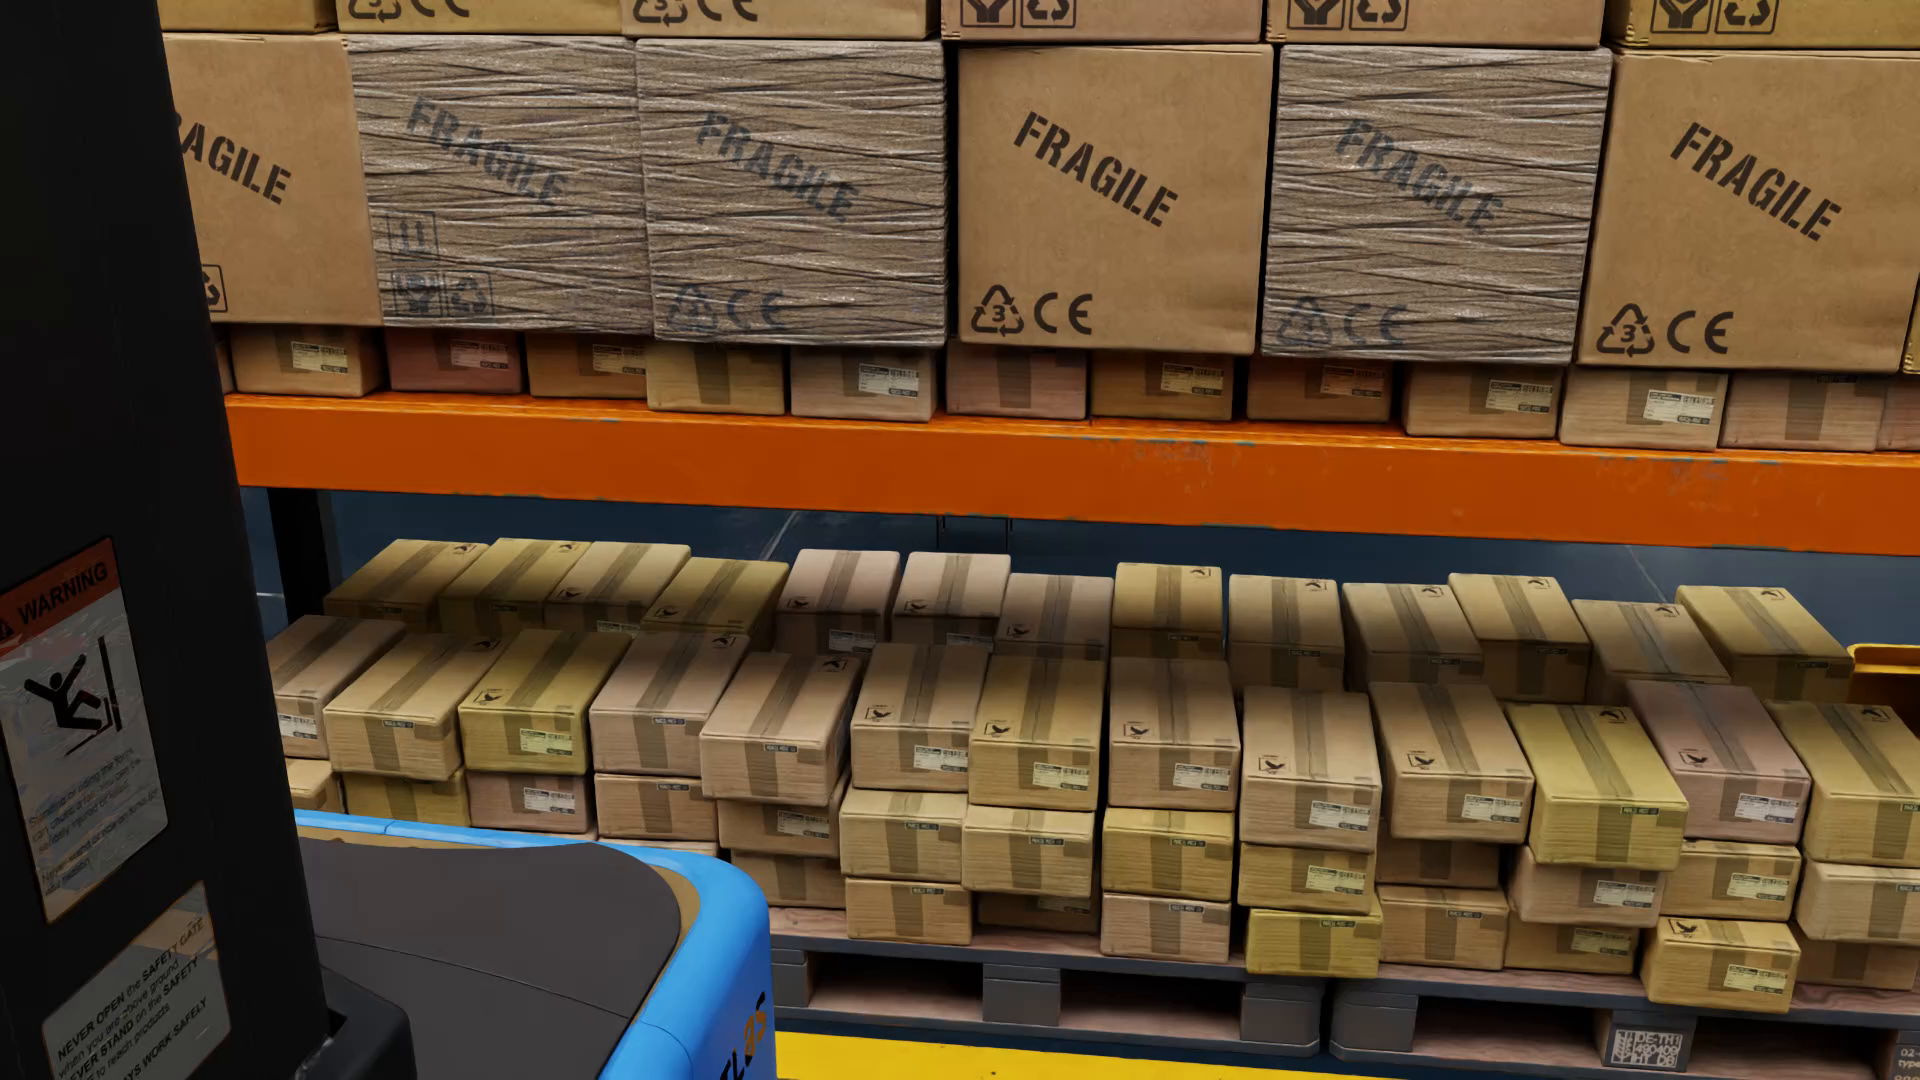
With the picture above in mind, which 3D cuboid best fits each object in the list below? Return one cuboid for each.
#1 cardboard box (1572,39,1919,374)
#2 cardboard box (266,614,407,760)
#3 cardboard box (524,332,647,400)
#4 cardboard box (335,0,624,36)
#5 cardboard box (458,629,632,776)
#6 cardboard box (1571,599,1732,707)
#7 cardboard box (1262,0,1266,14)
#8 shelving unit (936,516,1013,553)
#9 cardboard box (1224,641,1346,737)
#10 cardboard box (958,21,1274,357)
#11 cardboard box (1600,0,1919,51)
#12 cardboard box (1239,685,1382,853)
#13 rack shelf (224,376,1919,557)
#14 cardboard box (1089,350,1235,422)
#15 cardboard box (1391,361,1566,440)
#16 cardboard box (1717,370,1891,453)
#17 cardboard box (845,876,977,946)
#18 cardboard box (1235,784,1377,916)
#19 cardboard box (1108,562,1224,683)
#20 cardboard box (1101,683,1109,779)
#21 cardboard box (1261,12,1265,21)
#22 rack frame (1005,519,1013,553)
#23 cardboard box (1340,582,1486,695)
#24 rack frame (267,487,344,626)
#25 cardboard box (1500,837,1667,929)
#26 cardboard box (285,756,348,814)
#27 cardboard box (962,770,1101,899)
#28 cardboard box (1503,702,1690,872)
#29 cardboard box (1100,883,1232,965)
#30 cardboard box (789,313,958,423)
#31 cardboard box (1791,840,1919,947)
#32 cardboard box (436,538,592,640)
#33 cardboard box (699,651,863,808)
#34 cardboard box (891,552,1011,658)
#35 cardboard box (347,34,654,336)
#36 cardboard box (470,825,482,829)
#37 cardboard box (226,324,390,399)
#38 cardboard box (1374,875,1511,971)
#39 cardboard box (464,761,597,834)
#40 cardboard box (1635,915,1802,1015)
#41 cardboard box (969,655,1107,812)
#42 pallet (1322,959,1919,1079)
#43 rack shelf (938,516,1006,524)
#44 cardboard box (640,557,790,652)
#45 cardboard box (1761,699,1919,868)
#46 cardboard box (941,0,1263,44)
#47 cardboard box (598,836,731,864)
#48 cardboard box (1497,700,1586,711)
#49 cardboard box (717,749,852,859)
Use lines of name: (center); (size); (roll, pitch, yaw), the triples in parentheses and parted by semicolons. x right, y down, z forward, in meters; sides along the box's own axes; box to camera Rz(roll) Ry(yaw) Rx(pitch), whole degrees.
cardboard box: (1.282, -0.597, 2.828); (0.500, 0.500, 0.500); (2, 22, 5)
cardboard box: (-1.385, 0.309, 3.575); (0.250, 0.149, 0.380); (3, 22, 8)
cardboard box: (-0.655, -0.396, 3.204); (0.250, 0.149, 0.380); (2, 22, 4)
cardboard box: (-0.767, -1.160, 2.892); (0.500, 0.500, 0.500); (2, 22, 5)
cardboard box: (-0.862, 0.336, 3.508); (0.250, 0.149, 0.380); (2, 22, 6)
cardboard box: (1.501, 0.277, 3.656); (0.250, 0.149, 0.380); (3, 22, 7)
cardboard box: (0.839, -1.278, 3.193); (0.500, 0.500, 0.500); (2, 22, 5)
shelving unit: (0.053, -0.486, 5.741); (0.252, 1.050, 0.215); (2, 22, 6)
cardboard box: (0.744, 0.375, 3.812); (0.250, 0.149, 0.380); (1, 22, 4)
cardboard box: (0.283, -0.640, 2.939); (0.500, 0.500, 0.500); (4, 22, 9)
cardboard box: (1.283, -1.063, 2.648); (0.500, 0.500, 0.500); (2, 22, 4)
cardboard box: (0.676, 0.439, 3.246); (0.250, 0.149, 0.380); (3, 22, 8)
rack shelf: (0.283, -0.214, 3.380); (4.000, 0.370, 1.077); (2, 22, 6)
cardboard box: (0.378, -0.350, 3.086); (0.250, 0.149, 0.380); (3, 22, 7)
cardboard box: (0.905, -0.311, 2.987); (0.250, 0.149, 0.380); (2, 22, 4)
cardboard box: (1.419, -0.286, 2.925); (0.250, 0.149, 0.380); (2, 22, 6)
cardboard box: (-0.086, 0.670, 3.472); (0.250, 0.149, 0.380); (2, 22, 5)
cardboard box: (0.680, 0.572, 3.315); (0.250, 0.149, 0.380); (3, 22, 7)
cardboard box: (0.480, 0.195, 3.863); (0.250, 0.149, 0.380); (3, 22, 7)
cardboard box: (0.249, 0.467, 3.985); (0.250, 0.149, 0.380); (3, 22, 6)
cardboard box: (0.837, -0.807, 3.360); (0.500, 0.500, 0.500); (3, 22, 7)
rack frame: (0.174, -0.481, 5.728); (0.008, 1.050, 0.200); (2, 22, 6)
cardboard box: (1.010, 0.239, 3.753); (0.250, 0.149, 0.380); (1, 22, 4)
rack frame: (-1.703, -0.635, 3.466); (0.127, 3.000, 1.000); (2, 22, 6)
cardboard box: (1.195, 0.590, 3.270); (0.250, 0.149, 0.380); (2, 22, 4)
cardboard box: (-1.380, 0.490, 3.523); (0.250, 0.149, 0.380); (3, 22, 9)
cardboard box: (0.151, 0.552, 3.365); (0.250, 0.149, 0.380); (3, 22, 7)
cardboard box: (1.199, 0.465, 3.182); (0.250, 0.149, 0.380); (2, 22, 5)
cardboard box: (0.426, 0.692, 3.417); (0.250, 0.149, 0.380); (3, 22, 7)
cardboard box: (-0.146, -0.347, 3.080); (0.250, 0.149, 0.380); (3, 22, 9)
cardboard box: (1.712, 0.611, 3.215); (0.250, 0.149, 0.380); (2, 22, 5)
cardboard box: (-1.060, 0.136, 4.014); (0.250, 0.149, 0.380); (3, 22, 7)
cardboard box: (-0.357, 0.380, 3.397); (0.250, 0.149, 0.380); (3, 22, 7)
cardboard box: (-0.015, 0.169, 3.930); (0.250, 0.149, 0.380); (2, 22, 4)
cardboard box: (-0.748, -0.688, 3.059); (0.500, 0.500, 0.500); (2, 22, 6)
cardboard box: (-1.115, 0.640, 3.548); (0.250, 0.149, 0.380); (3, 22, 8)
cardboard box: (-1.195, -0.402, 3.220); (0.250, 0.149, 0.380); (3, 22, 8)
cardboard box: (0.956, 0.699, 3.399); (0.250, 0.149, 0.380); (3, 22, 7)
cardboard box: (-0.872, 0.465, 3.585); (0.250, 0.149, 0.380); (2, 22, 6)
cardboard box: (1.455, 0.748, 3.275); (0.250, 0.149, 0.380); (3, 22, 8)
cardboard box: (0.164, 0.386, 3.380); (0.250, 0.149, 0.380); (3, 22, 7)
pallet: (1.391, 0.783, 3.671); (1.213, 0.211, 1.003); (2, 22, 6)
rack shelf: (0.053, -0.218, 5.847); (0.240, 0.259, 0.215); (2, 22, 6)
cardboard box: (-0.564, 0.184, 3.893); (0.250, 0.149, 0.380); (3, 22, 8)
cardboard box: (1.714, 0.461, 3.190); (0.250, 0.149, 0.380); (3, 22, 7)
cardboard box: (0.239, -1.104, 2.751); (0.500, 0.500, 0.500); (2, 22, 4)
cardboard box: (-0.604, 0.624, 3.587); (0.250, 0.149, 0.380); (2, 22, 5)
cardboard box: (1.261, 0.403, 3.742); (0.250, 0.149, 0.380); (3, 22, 7)
cardboard box: (-0.334, 0.498, 3.501); (0.250, 0.149, 0.380); (4, 22, 9)
